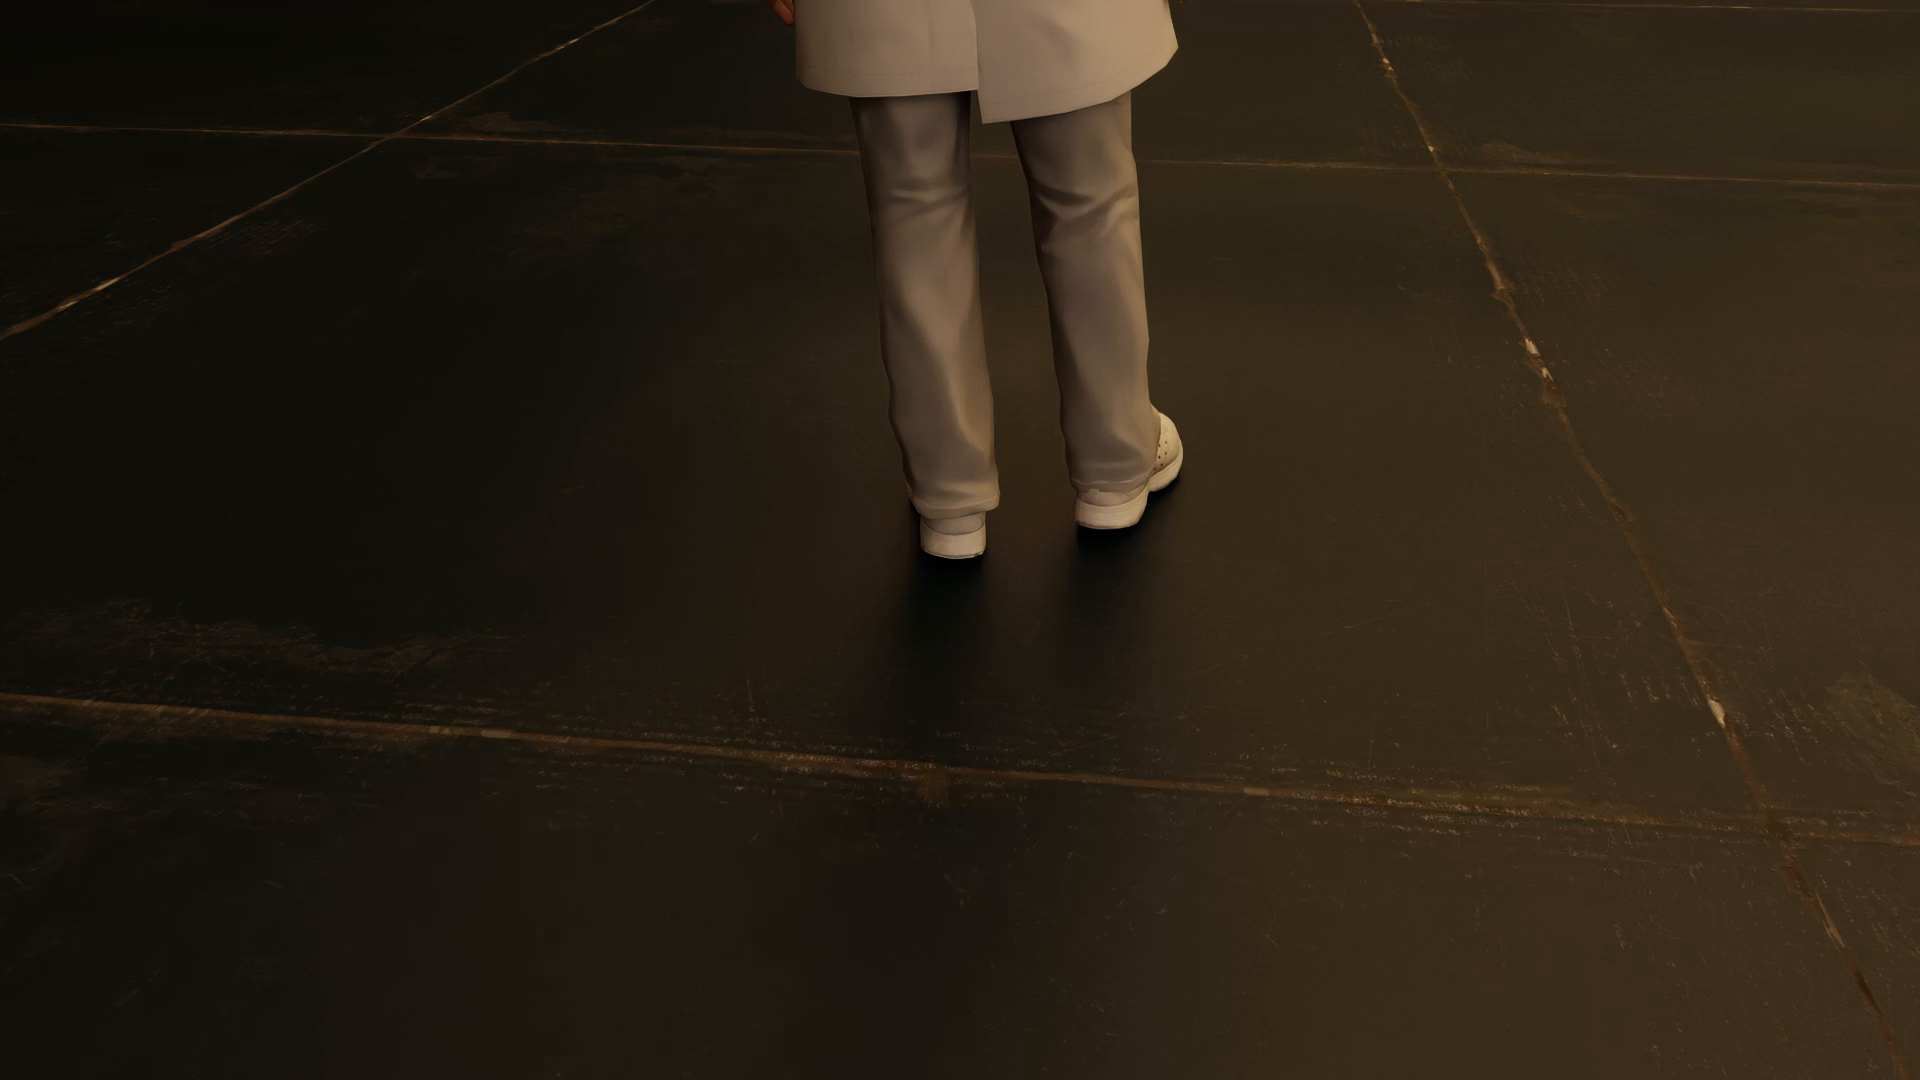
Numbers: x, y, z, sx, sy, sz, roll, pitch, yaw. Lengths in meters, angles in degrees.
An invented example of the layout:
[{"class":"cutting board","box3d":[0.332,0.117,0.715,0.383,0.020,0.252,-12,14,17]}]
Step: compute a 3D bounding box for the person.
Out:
[{"class":"person","box3d":[0.016,-0.843,2.180,0.698,1.778,0.578,3,27,7]}]
